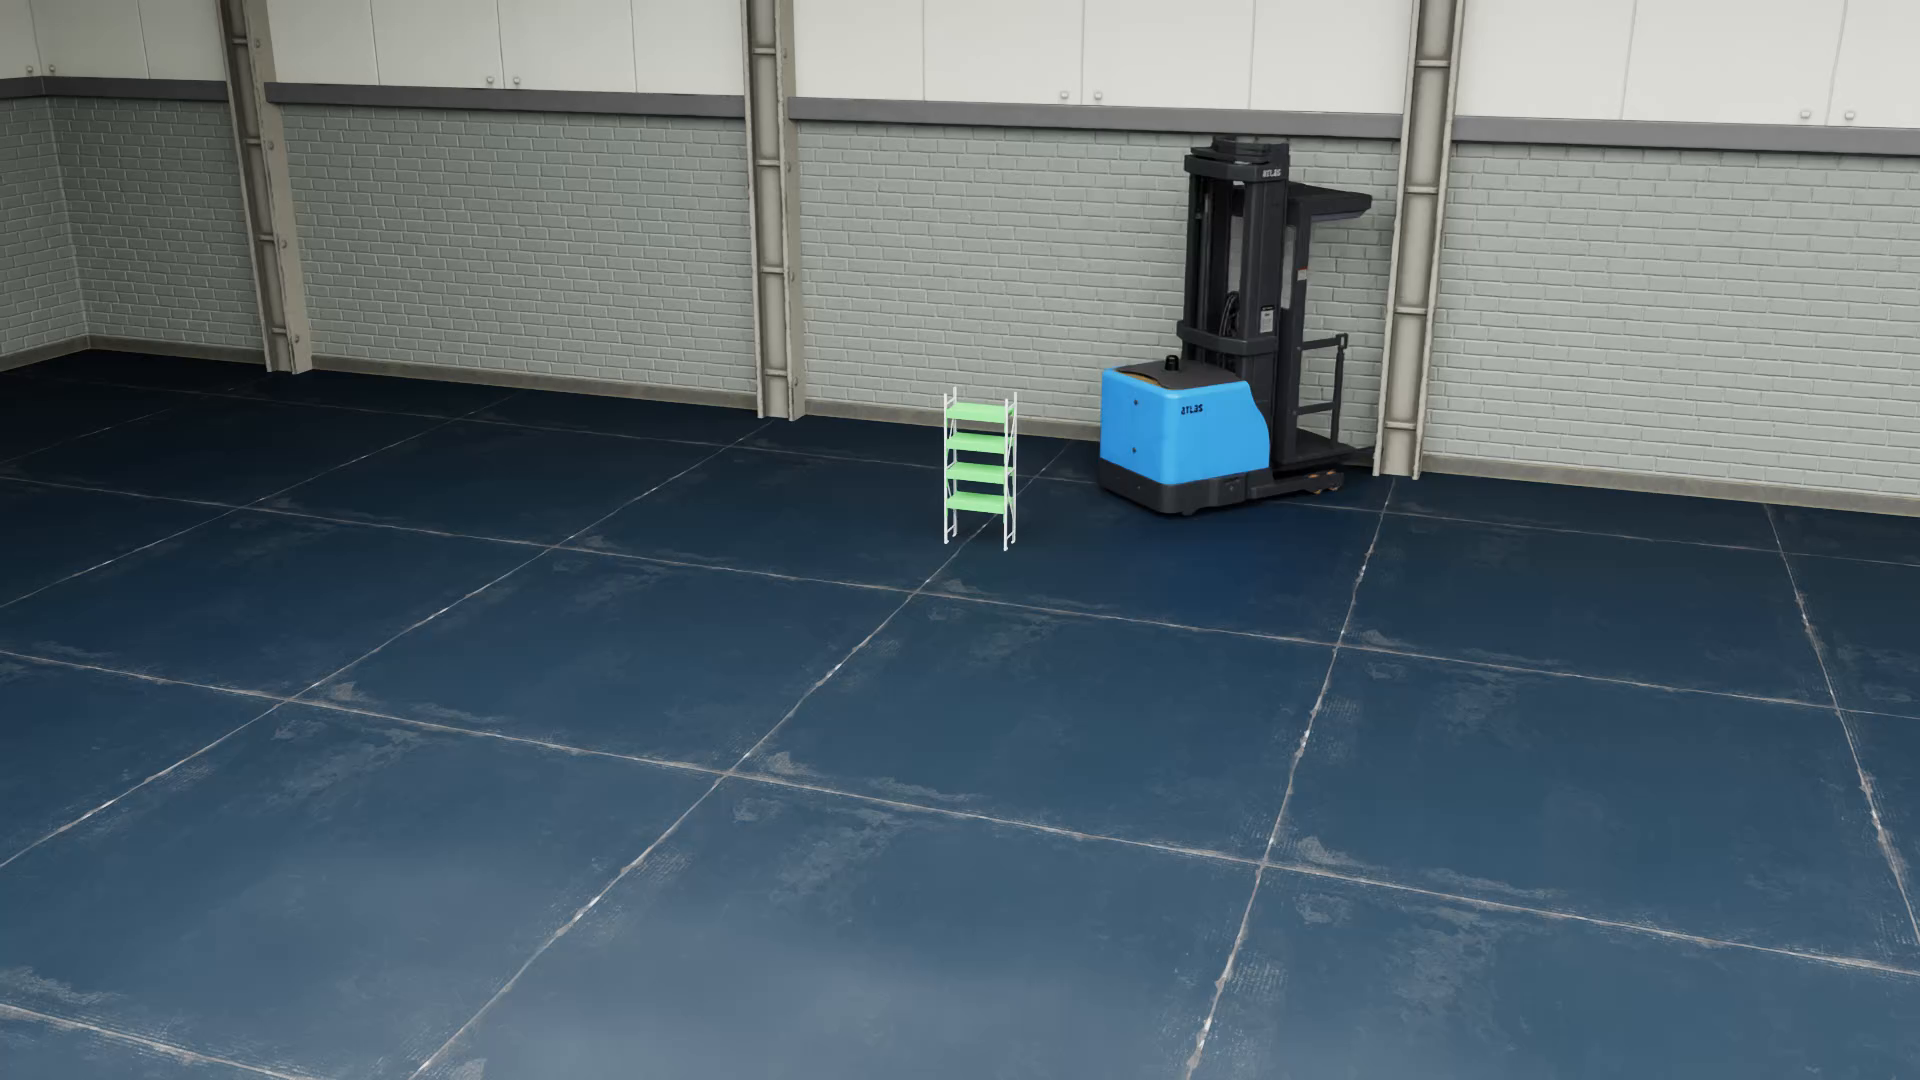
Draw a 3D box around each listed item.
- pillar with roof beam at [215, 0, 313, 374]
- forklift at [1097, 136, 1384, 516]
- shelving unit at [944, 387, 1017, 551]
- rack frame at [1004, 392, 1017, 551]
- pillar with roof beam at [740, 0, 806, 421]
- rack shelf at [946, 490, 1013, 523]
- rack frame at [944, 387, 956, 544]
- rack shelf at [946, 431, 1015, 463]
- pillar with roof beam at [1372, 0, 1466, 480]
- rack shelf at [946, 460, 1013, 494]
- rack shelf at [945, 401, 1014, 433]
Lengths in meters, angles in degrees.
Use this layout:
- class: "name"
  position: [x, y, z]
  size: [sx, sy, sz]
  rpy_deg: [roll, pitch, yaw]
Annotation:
- class: "pillar with roof beam"
  position: [-8.863, -4.805, 13.188]
  size: [0.400, 9.000, 9.100]
  rpy_deg: [7, 20, 18]
- class: "forklift"
  position: [2.712, -1.915, 14.117]
  size: [3.031, 2.935, 1.130]
  rpy_deg: [-11, 22, -28]
- class: "shelving unit"
  position: [0.156, -0.549, 12.827]
  size: [0.503, 1.200, 0.258]
  rpy_deg: [7, 20, 18]
- class: "rack frame"
  position: [0.387, -0.522, 12.752]
  size: [0.015, 1.200, 0.240]
  rpy_deg: [7, 20, 18]
- class: "pillar with roof beam"
  position: [-3.195, -4.157, 11.329]
  size: [0.400, 9.000, 9.100]
  rpy_deg: [7, 20, 18]
- class: "rack shelf"
  position: [0.156, -0.262, 12.927]
  size: [0.480, 0.148, 0.258]
  rpy_deg: [7, 20, 18]
- class: "rack frame"
  position: [-0.074, -0.575, 12.903]
  size: [0.015, 1.200, 0.240]
  rpy_deg: [7, 20, 18]
- class: "rack shelf"
  position: [0.156, -0.715, 12.769]
  size: [0.480, 0.148, 0.258]
  rpy_deg: [7, 20, 18]
- class: "pillar with roof beam"
  position: [2.473, -3.508, 9.470]
  size: [0.400, 9.000, 9.100]
  rpy_deg: [7, 20, 18]
- class: "rack shelf"
  position: [0.156, -0.488, 12.848]
  size: [0.480, 0.148, 0.258]
  rpy_deg: [7, 20, 18]
- class: "rack shelf"
  position: [0.156, -0.942, 12.690]
  size: [0.480, 0.148, 0.258]
  rpy_deg: [7, 20, 18]
